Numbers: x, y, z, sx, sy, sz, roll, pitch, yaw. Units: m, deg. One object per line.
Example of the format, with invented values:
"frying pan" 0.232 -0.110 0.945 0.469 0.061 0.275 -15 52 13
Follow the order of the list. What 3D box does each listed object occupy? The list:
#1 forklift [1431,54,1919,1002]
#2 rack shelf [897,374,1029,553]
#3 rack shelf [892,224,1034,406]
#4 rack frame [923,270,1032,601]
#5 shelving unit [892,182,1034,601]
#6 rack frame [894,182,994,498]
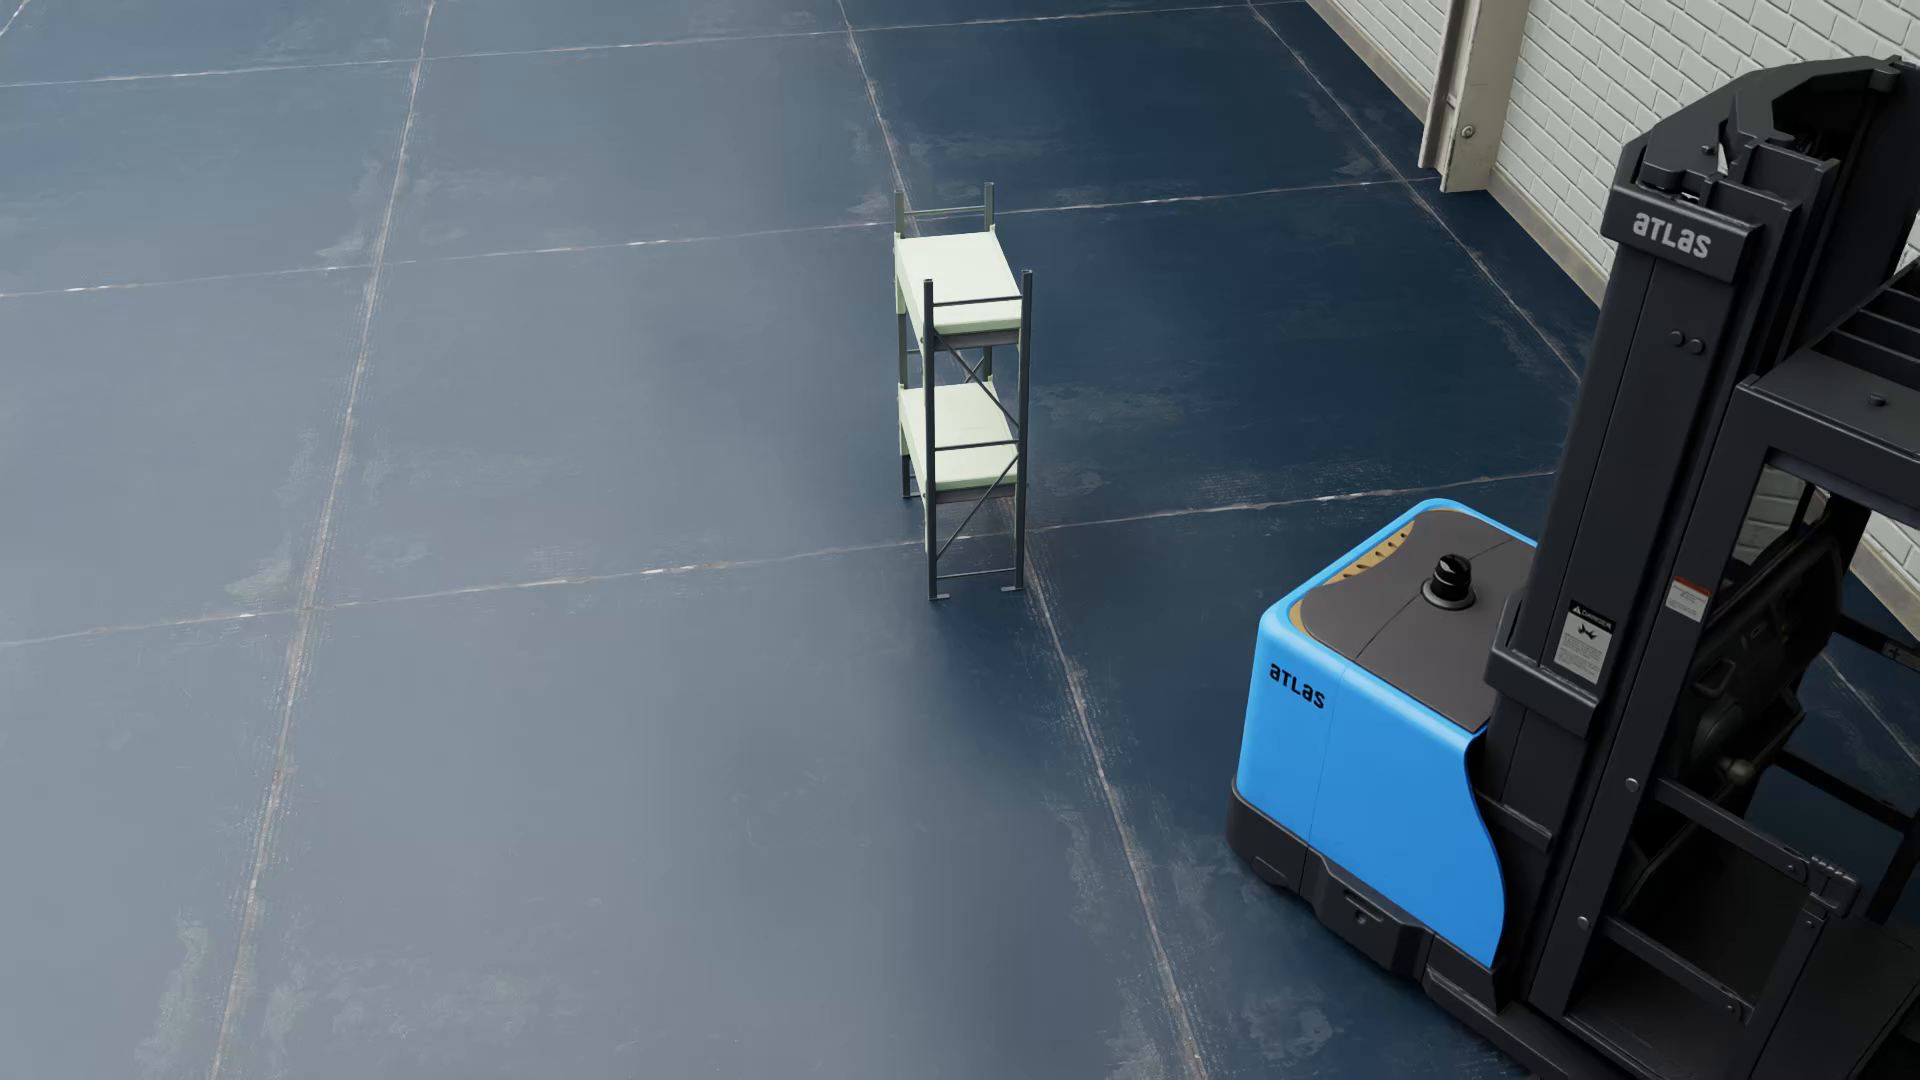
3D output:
"forklift" 2.294 0.387 4.363 1.121 2.935 3.031 -30 47 -33
"rack shelf" 0.001 -0.331 6.985 0.431 0.370 0.720 -6 38 -8
"rack shelf" 0.001 -0.896 6.545 0.431 0.370 0.720 -6 38 -8
"rack frame" 0.065 -0.367 6.500 0.400 1.500 0.023 -6 38 -8
"shelving unit" 0.001 -0.588 6.785 0.431 1.500 0.755 -6 38 -8
"rack frame" -0.063 -0.809 7.069 0.400 1.500 0.023 -6 38 -8
